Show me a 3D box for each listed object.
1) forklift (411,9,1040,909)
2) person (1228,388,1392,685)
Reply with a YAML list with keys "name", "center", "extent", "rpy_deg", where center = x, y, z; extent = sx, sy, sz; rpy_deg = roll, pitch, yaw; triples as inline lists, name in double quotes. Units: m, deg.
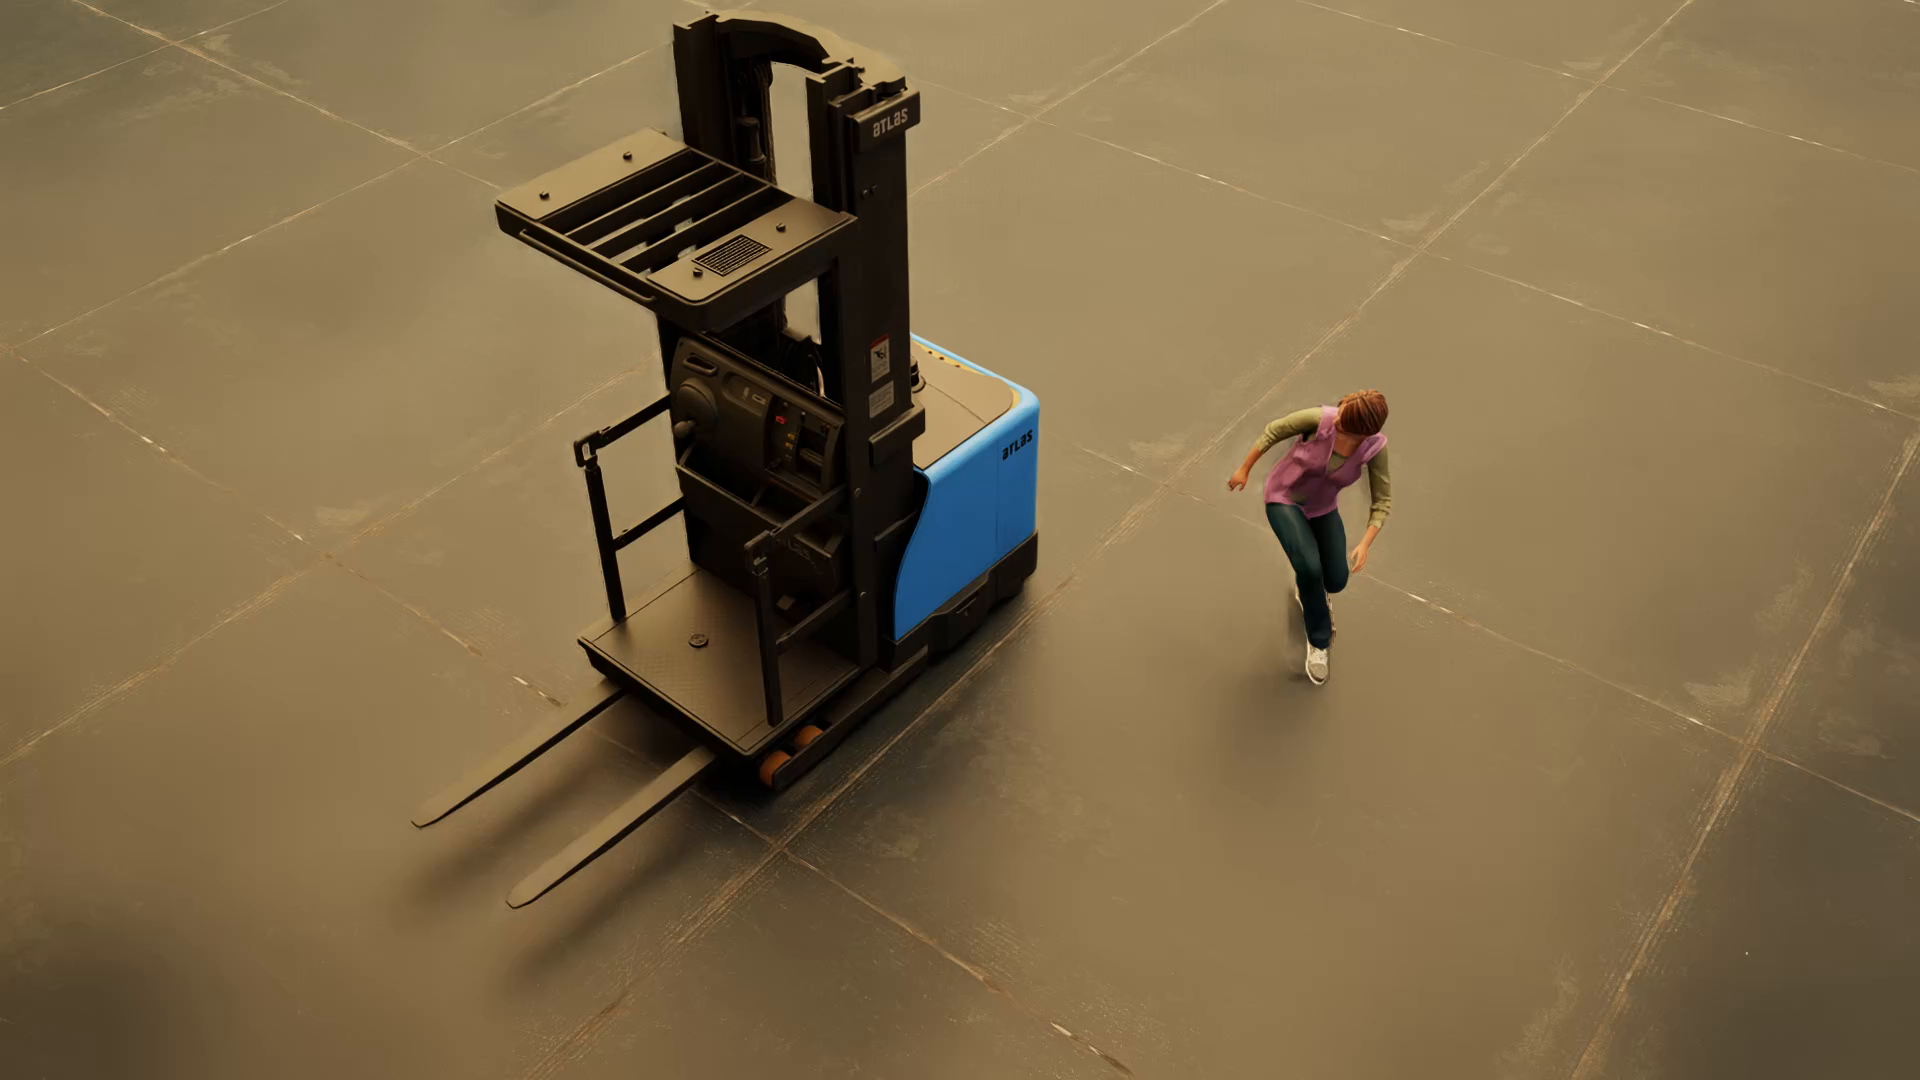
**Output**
- name: "forklift"
  center: [-0.967, -0.425, 6.573]
  extent: [1.130, 2.935, 3.031]
  rpy_deg: [29, 48, 30]
- name: "person"
  center: [1.556, -0.071, 7.343]
  extent: [0.636, 1.423, 0.688]
  rpy_deg: [-3, 41, -4]
